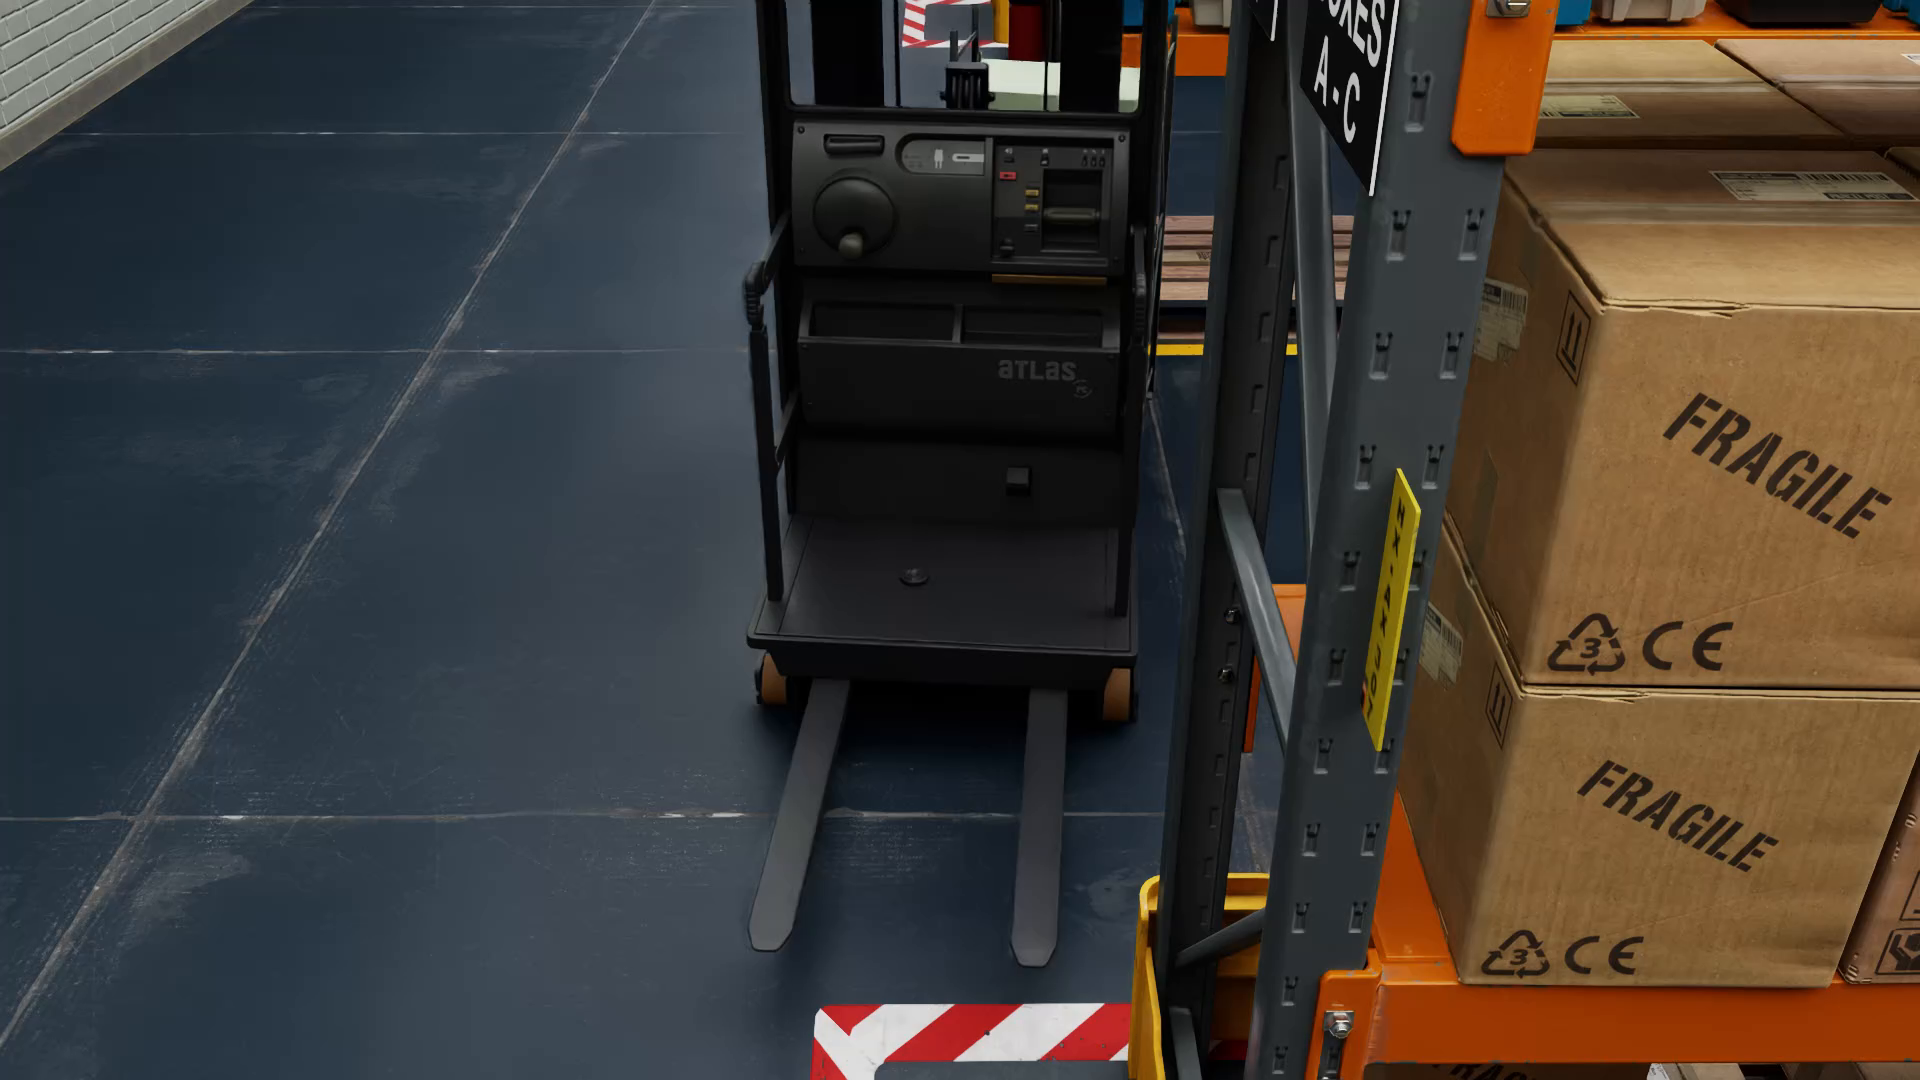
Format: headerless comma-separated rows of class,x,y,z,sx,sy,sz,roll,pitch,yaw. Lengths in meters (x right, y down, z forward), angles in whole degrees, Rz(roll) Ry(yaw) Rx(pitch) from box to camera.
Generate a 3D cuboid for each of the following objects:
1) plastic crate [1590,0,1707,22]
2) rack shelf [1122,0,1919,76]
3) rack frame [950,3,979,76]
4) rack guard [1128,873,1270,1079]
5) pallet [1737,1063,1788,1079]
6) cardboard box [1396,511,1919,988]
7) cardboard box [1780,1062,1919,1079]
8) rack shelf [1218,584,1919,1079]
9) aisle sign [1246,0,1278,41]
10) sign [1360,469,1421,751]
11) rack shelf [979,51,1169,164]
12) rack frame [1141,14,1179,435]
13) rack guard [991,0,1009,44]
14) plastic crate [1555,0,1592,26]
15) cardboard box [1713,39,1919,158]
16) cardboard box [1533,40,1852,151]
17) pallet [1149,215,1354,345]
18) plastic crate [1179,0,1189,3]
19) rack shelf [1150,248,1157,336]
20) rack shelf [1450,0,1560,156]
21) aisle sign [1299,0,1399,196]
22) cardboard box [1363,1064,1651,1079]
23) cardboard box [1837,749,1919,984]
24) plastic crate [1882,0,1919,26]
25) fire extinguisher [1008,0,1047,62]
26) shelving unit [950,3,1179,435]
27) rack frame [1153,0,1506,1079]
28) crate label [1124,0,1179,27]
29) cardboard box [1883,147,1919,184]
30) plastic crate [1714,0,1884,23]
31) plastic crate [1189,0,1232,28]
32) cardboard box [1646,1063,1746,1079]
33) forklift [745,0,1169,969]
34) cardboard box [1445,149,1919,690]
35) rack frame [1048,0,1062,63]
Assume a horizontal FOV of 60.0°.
plastic crate,2.717,-2.162,6.619,0.466,0.136,0.293,0,31,0
rack shelf,2.456,-2.097,7.008,4.000,0.370,1.077,0,31,0
rack frame,0.018,-1.229,6.329,0.023,1.500,0.400,7,32,11
rack guard,0.558,1.239,3.225,0.348,0.500,1.175,0,31,0
pallet,1.356,1.360,3.305,1.213,0.211,1.003,0,31,0
cardboard box,0.928,0.264,2.327,0.500,0.500,0.500,0,31,1
cardboard box,1.975,1.042,3.368,0.500,0.250,0.500,0,31,0
rack shelf,2.482,0.472,2.773,4.000,0.370,1.077,0,31,0
aisle sign,0.412,-1.099,2.164,0.004,0.787,0.394,0,31,0
sign,0.486,0.082,1.888,0.005,0.325,0.100,0,31,0
rack shelf,0.376,-1.522,6.060,0.720,0.370,0.431,7,32,11
rack frame,0.733,-1.147,6.195,0.023,1.500,0.400,7,32,11
rack guard,0.402,-3.899,11.694,0.348,0.500,1.175,0,31,0
plastic crate,2.322,-2.188,6.567,0.300,0.233,0.416,0,31,0
cardboard box,1.431,-0.445,2.532,0.500,0.500,0.500,1,31,1
cardboard box,0.926,-0.443,2.529,0.500,0.500,0.500,0,31,-1
pallet,1.281,-1.189,7.506,1.213,0.211,1.003,0,31,0
plastic crate,0.790,-2.537,6.948,0.499,0.435,0.616,0,31,0
rack shelf,0.376,-0.909,6.431,0.720,0.370,0.431,7,32,11
rack shelf,2.482,-0.810,1.995,4.000,0.370,1.077,0,31,0
aisle sign,0.416,-0.788,1.651,0.004,0.787,0.394,0,31,0
cardboard box,1.025,0.922,3.324,0.500,0.500,0.500,0,31,0
cardboard box,1.443,0.259,2.335,0.500,0.500,0.500,0,31,-1
plastic crate,3.991,-2.251,6.527,0.575,0.384,0.392,0,31,0
fire extinguisher,0.303,-2.441,7.316,0.183,0.674,0.296,0,31,0
shelving unit,0.376,-1.188,6.262,0.755,1.500,0.431,7,32,11
rack frame,0.482,0.171,2.576,0.127,3.000,1.000,0,31,0
crate label,0.705,-2.182,6.559,0.303,0.233,0.416,0,31,0
cardboard box,1.450,-0.169,2.077,0.500,0.500,0.500,0,31,0
plastic crate,3.338,-2.176,6.652,0.590,0.125,0.437,0,31,0
plastic crate,1.026,-2.099,6.515,0.298,0.136,0.250,0,31,0
cardboard box,1.430,1.110,3.336,0.250,0.166,0.380,0,31,0
forklift,-0.016,-0.899,4.406,1.130,2.935,3.031,2,31,4
cardboard box,0.928,-0.164,2.068,0.500,0.500,0.500,1,31,1
rack frame,0.456,-2.398,6.811,0.127,3.000,1.000,0,31,0
